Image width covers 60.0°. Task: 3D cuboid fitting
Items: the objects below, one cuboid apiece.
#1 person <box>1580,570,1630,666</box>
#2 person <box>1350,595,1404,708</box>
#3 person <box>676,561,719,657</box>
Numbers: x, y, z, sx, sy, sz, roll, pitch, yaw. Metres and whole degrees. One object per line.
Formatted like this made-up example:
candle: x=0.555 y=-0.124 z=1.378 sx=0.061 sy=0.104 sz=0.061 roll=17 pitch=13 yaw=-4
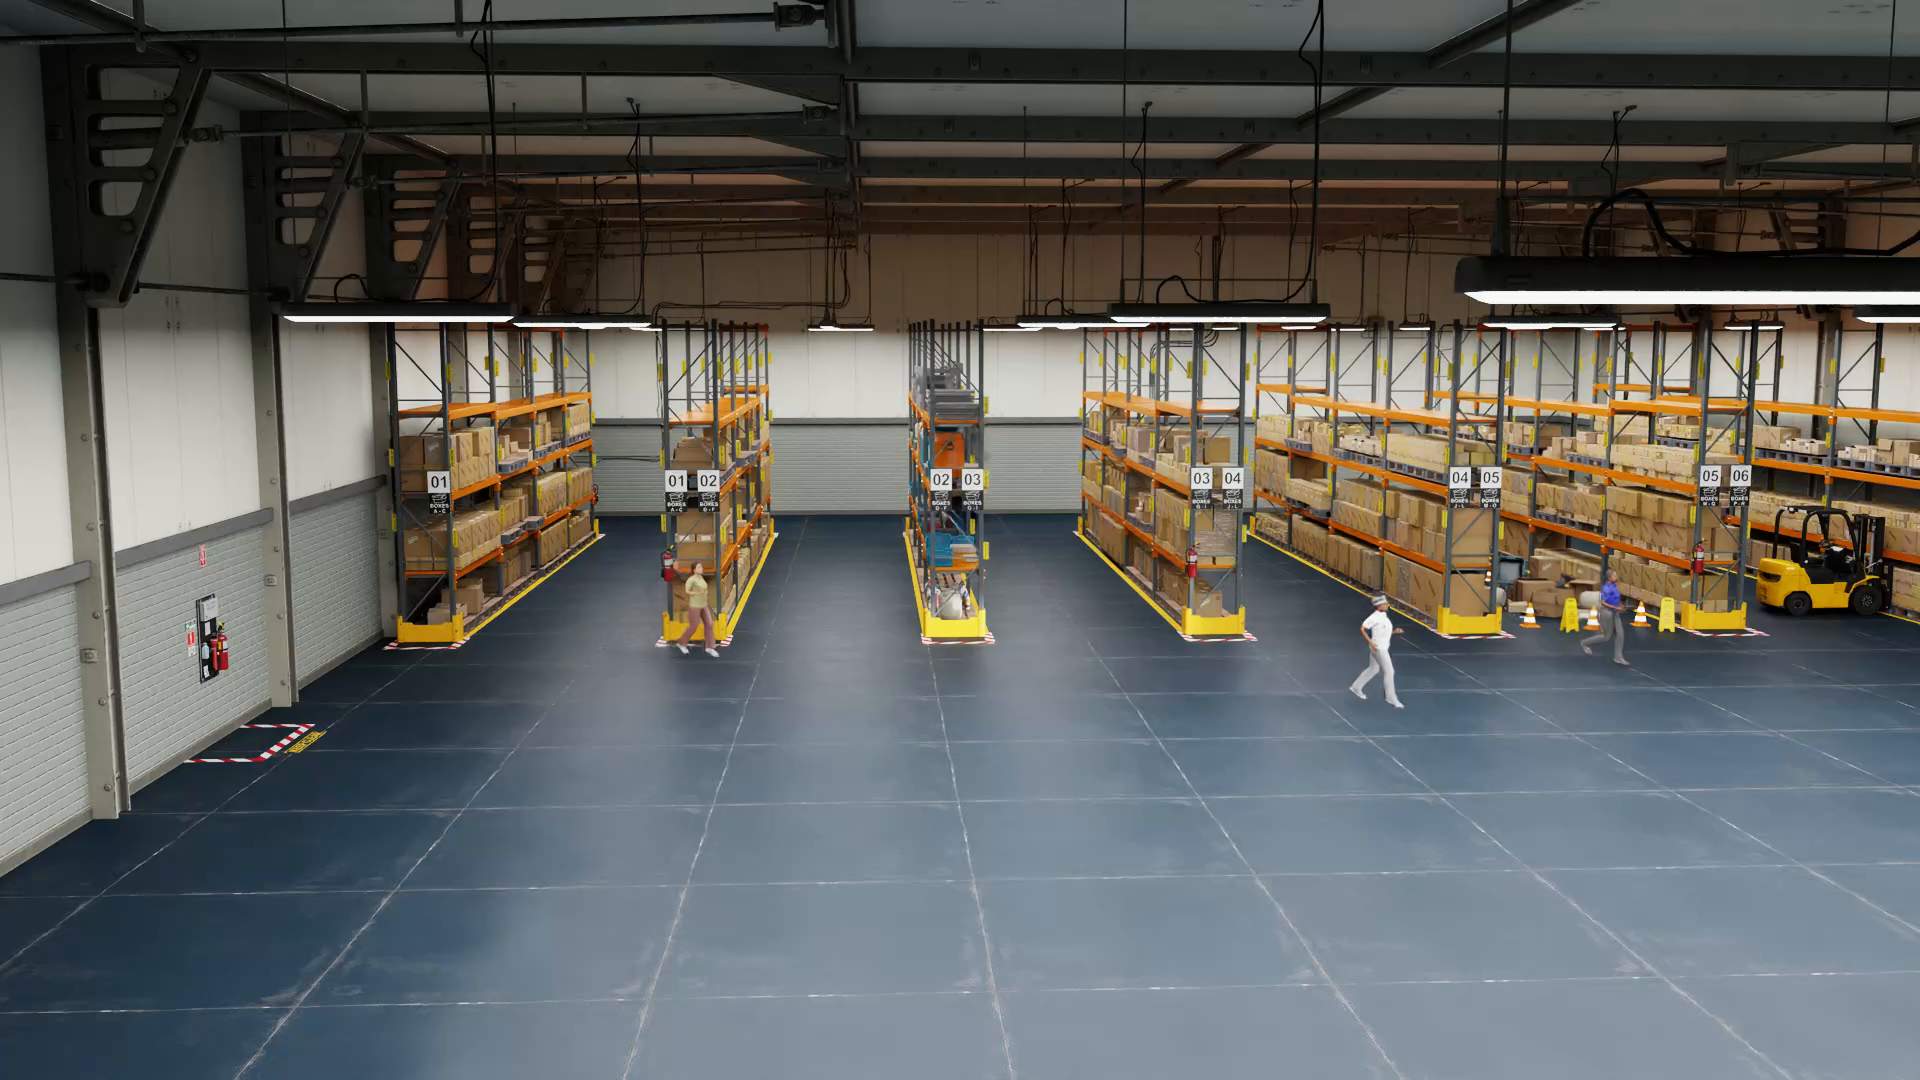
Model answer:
person: x=11.307 y=1.340 z=29.044 sx=0.859 sy=1.659 sz=0.579 roll=5 pitch=9 yaw=37
person: x=6.467 y=1.701 z=25.715 sx=0.869 sy=1.727 sz=0.563 roll=3 pitch=8 yaw=23
person: x=-4.688 y=1.225 z=29.666 sx=0.839 sy=1.703 sz=0.580 roll=4 pitch=8 yaw=30
